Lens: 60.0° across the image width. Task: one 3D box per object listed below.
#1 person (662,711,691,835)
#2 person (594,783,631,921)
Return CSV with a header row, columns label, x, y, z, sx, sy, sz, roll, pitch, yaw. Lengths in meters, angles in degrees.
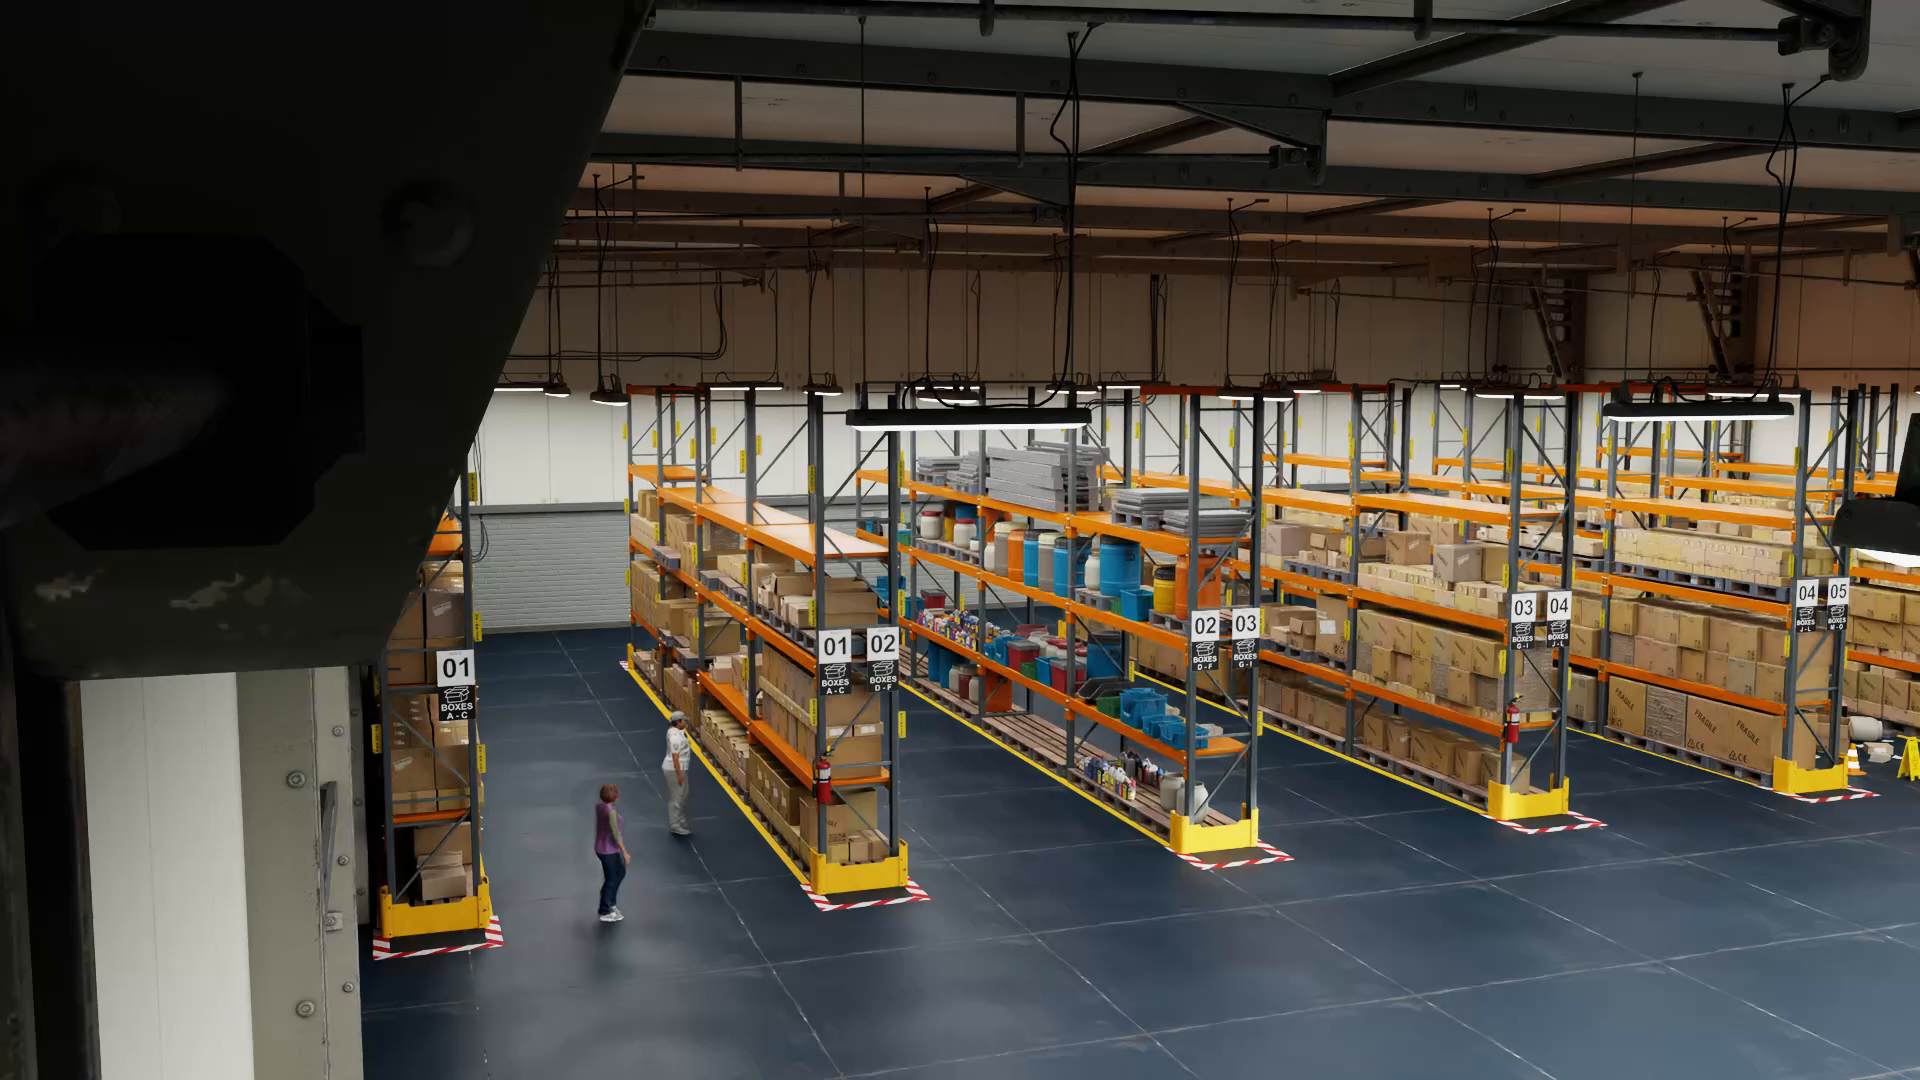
label,x,y,z,sx,sy,sz,roll,pitch,yaw
person,-3.872,3.204,22.751,0.403,1.748,0.564,-1,6,-7
person,-3.997,3.588,19.089,0.396,1.619,0.476,-2,6,-16
